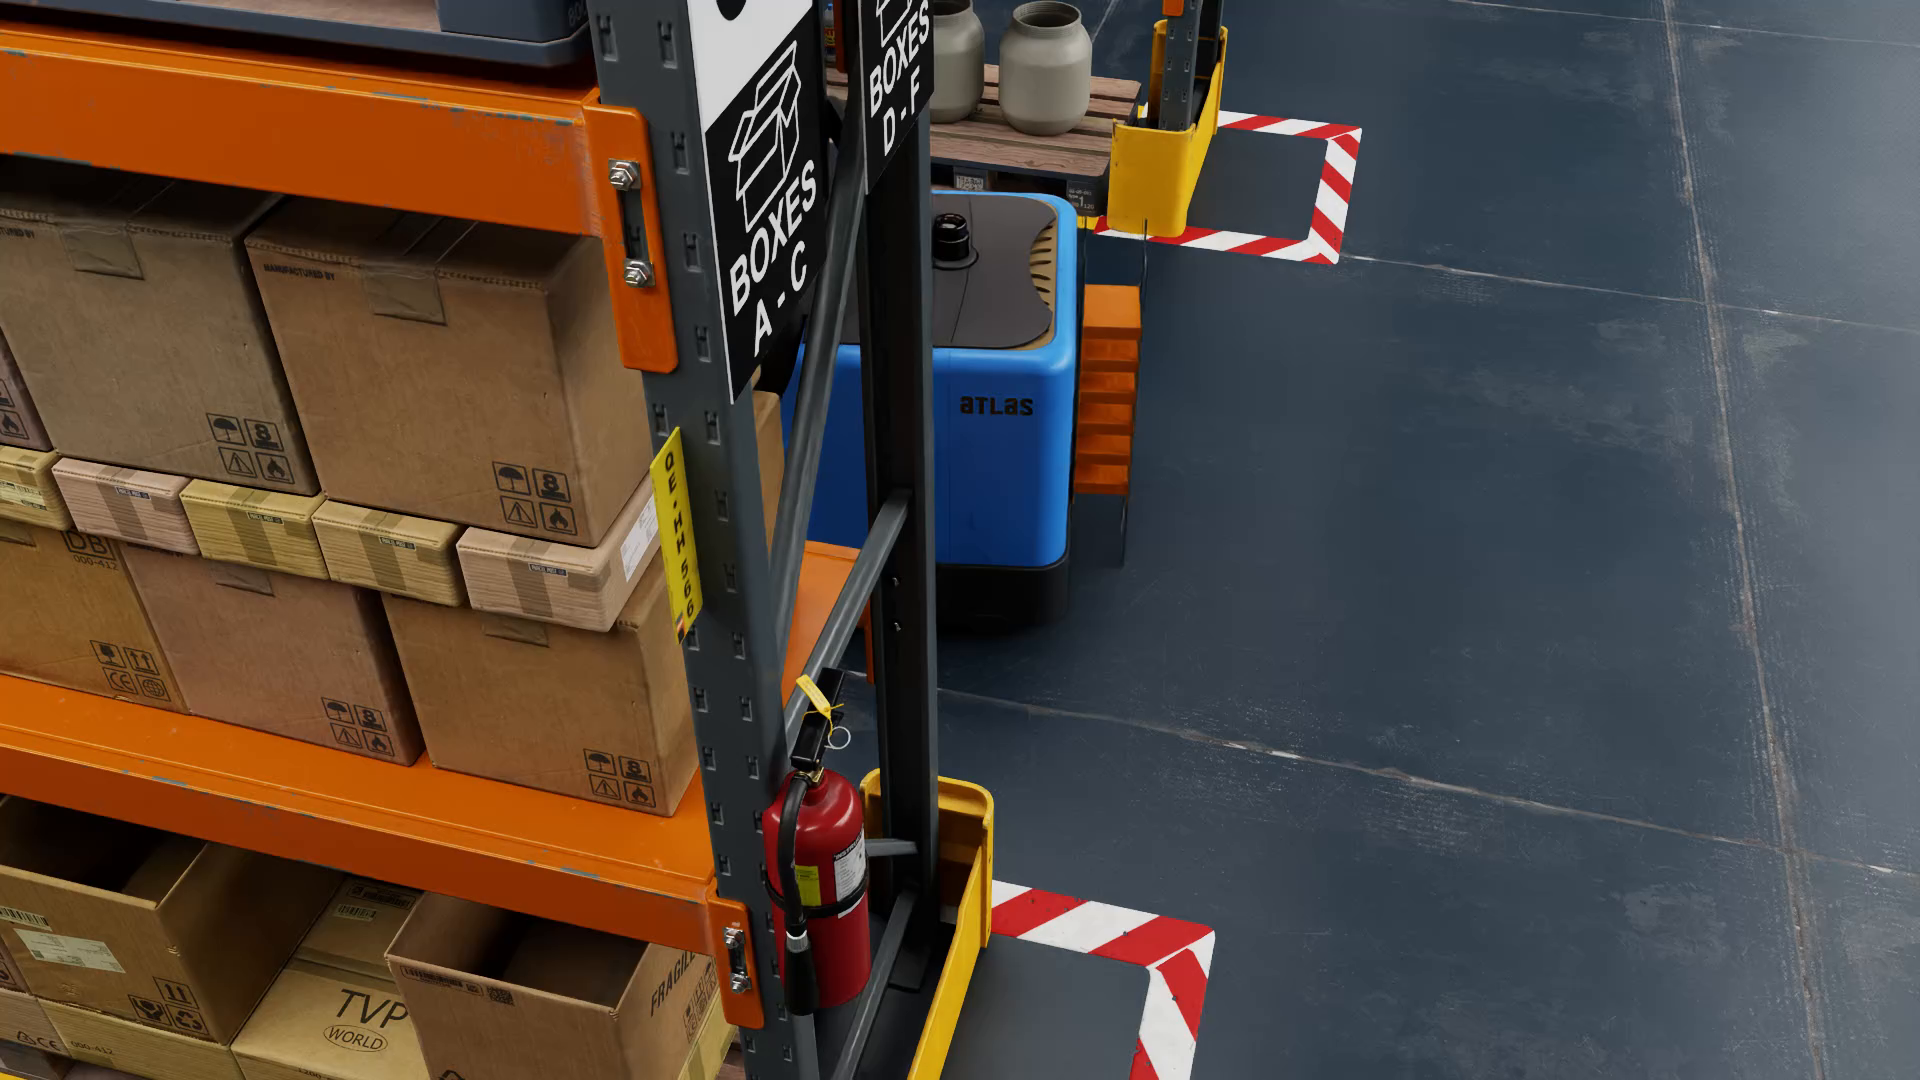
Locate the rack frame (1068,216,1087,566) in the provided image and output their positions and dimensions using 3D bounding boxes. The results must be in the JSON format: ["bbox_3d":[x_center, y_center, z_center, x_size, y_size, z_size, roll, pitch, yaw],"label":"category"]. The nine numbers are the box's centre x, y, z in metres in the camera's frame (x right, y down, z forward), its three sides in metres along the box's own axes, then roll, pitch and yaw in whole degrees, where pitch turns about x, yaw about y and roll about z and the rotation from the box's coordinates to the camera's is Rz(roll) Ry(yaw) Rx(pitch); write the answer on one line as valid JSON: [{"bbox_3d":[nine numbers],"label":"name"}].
[{"bbox_3d":[0.376,-0.448,5.351,0.006,1.200,0.240,2,40,3],"label":"rack frame"}]

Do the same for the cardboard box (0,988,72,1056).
[{"bbox_3d":[-2.288,0.941,4.108,0.500,0.250,0.500,10,41,11],"label":"cardboard box"}]

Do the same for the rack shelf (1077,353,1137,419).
[{"bbox_3d":[0.467,-0.502,5.298,0.180,0.103,0.258,2,40,3],"label":"rack shelf"}]

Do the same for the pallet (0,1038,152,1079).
[{"bbox_3d":[-2.166,0.959,4.444,1.213,0.211,1.003,10,41,11],"label":"pallet"}]

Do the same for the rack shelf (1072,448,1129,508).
[{"bbox_3d":[0.467,-0.227,5.529,0.180,0.103,0.258,2,40,3],"label":"rack shelf"}]

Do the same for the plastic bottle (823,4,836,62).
[{"bbox_3d":[-0.628,-2.499,8.172,0.097,0.271,0.097,0,40,0],"label":"plastic bottle"}]

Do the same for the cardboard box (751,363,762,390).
[{"bbox_3d":[-0.565,-0.289,3.180,0.250,0.149,0.380,9,41,11],"label":"cardboard box"}]

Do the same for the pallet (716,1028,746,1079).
[{"bbox_3d":[-0.991,1.163,4.201,1.213,0.211,1.003,10,41,11],"label":"pallet"}]

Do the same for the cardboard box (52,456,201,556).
[{"bbox_3d":[-1.402,-0.163,3.030,0.250,0.149,0.380,10,41,12],"label":"cardboard box"}]

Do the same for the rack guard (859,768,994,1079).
[{"bbox_3d":[-0.218,1.158,3.983,0.348,0.500,1.175,10,41,11],"label":"rack guard"}]

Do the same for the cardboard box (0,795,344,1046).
[{"bbox_3d":[-1.806,0.740,3.765,0.500,0.500,0.500,10,41,11],"label":"cardboard box"}]

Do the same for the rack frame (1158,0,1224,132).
[{"bbox_3d":[1.043,-2.880,6.847,0.127,3.000,1.000,10,41,11],"label":"rack frame"}]

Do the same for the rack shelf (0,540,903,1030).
[{"bbox_3d":[-2.173,0.140,3.811,4.000,0.370,1.077,10,41,11],"label":"rack shelf"}]

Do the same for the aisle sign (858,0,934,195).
[{"bbox_3d":[-0.099,-0.978,2.561,0.004,0.787,0.394,10,41,11],"label":"aisle sign"}]

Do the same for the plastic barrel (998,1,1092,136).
[{"bbox_3d":[0.387,-2.150,7.586,0.421,0.512,0.421,0,40,0],"label":"plastic barrel"}]

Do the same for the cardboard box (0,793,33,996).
[{"bbox_3d":[-2.289,0.656,3.864,0.500,0.500,0.500,10,41,11],"label":"cardboard box"}]

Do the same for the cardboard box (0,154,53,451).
[{"bbox_3d":[-1.737,-0.600,3.046,0.500,0.500,0.700,10,41,12],"label":"cardboard box"}]

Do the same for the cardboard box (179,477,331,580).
[{"bbox_3d":[-1.160,-0.120,2.979,0.250,0.149,0.380,9,41,11],"label":"cardboard box"}]

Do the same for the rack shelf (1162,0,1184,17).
[{"bbox_3d":[-0.889,-2.937,7.474,4.000,0.370,1.077,10,41,11],"label":"rack shelf"}]

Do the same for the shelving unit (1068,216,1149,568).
[{"bbox_3d":[0.467,-0.445,5.346,0.189,1.200,0.258,2,40,3],"label":"shelving unit"}]

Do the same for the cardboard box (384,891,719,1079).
[{"bbox_3d":[-0.836,0.897,3.577,0.500,0.500,0.500,10,41,11],"label":"cardboard box"}]

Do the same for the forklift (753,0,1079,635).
[{"bbox_3d":[-1.144,-1.182,4.878,3.031,2.935,1.130,2,40,3],"label":"forklift"}]

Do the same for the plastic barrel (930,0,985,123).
[{"bbox_3d":[-0.097,-2.233,7.685,0.421,0.512,0.421,0,40,0],"label":"plastic barrel"}]

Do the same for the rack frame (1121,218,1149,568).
[{"bbox_3d":[0.558,-0.441,5.342,0.006,1.200,0.240,2,40,3],"label":"rack frame"}]

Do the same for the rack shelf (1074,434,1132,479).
[{"bbox_3d":[0.467,-0.319,5.452,0.180,0.103,0.258,2,40,3],"label":"rack shelf"}]

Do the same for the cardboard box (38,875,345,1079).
[{"bbox_3d":[-1.805,1.026,4.008,0.500,0.250,0.500,10,41,11],"label":"cardboard box"}]

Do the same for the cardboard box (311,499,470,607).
[{"bbox_3d":[-0.913,-0.078,2.928,0.250,0.149,0.380,11,41,13],"label":"cardboard box"}]

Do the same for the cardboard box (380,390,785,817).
[{"bbox_3d":[-0.689,0.073,3.253,0.500,0.500,0.700,10,41,11],"label":"cardboard box"}]

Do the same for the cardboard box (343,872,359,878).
[{"bbox_3d":[-1.669,0.697,4.399,0.500,0.250,0.500,10,41,11],"label":"cardboard box"}]

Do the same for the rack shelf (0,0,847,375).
[{"bbox_3d":[-2.173,-1.009,2.846,4.000,0.370,1.077,10,41,11],"label":"rack shelf"}]

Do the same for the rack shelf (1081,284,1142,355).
[{"bbox_3d":[0.467,-0.686,5.144,0.180,0.103,0.258,2,40,3],"label":"rack shelf"}]

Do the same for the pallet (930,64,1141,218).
[{"bbox_3d":[0.174,-1.934,7.889,1.213,0.211,1.003,10,41,11],"label":"pallet"}]

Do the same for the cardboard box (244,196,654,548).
[{"bbox_3d":[-0.740,-0.433,2.846,0.500,0.500,0.700,10,41,12],"label":"cardboard box"}]

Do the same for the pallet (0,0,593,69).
[{"bbox_3d":[-0.918,-1.052,2.406,1.213,0.211,1.003,10,41,11],"label":"pallet"}]

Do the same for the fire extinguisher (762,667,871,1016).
[{"bbox_3d":[-0.247,0.535,2.841,0.183,0.674,0.296,10,41,11],"label":"fire extinguisher"}]

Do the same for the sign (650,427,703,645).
[{"bbox_3d":[-0.395,-0.003,2.336,0.005,0.325,0.100,10,41,11],"label":"sign"}]

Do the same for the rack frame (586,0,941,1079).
[{"bbox_3d":[-0.241,0.197,3.183,0.127,3.000,1.000,10,41,11],"label":"rack frame"}]

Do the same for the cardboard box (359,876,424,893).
[{"bbox_3d":[-1.186,0.781,4.300,0.500,0.250,0.500,10,41,11],"label":"cardboard box"}]

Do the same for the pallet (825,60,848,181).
[{"bbox_3d":[-1.001,-2.138,8.132,1.213,0.211,1.003,10,41,11],"label":"pallet"}]

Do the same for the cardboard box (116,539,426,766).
[{"bbox_3d":[-1.198,-0.011,3.353,0.500,0.500,0.700,11,41,13],"label":"cardboard box"}]

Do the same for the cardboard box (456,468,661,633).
[{"bbox_3d":[-0.660,-0.035,2.877,0.250,0.149,0.380,9,41,11],"label":"cardboard box"}]

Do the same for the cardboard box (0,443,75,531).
[{"bbox_3d":[-1.656,-0.207,3.082,0.250,0.149,0.380,11,41,13],"label":"cardboard box"}]

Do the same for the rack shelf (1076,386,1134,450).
[{"bbox_3d":[0.467,-0.411,5.375,0.180,0.103,0.258,2,40,3],"label":"rack shelf"}]

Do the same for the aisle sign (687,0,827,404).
[{"bbox_3d":[-0.254,-0.605,2.117,0.004,0.787,0.394,10,41,11],"label":"aisle sign"}]

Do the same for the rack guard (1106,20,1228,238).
[{"bbox_3d":[0.957,-1.906,7.631,0.348,0.500,1.175,10,41,11],"label":"rack guard"}]

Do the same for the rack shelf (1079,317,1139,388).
[{"bbox_3d":[0.467,-0.594,5.221,0.180,0.103,0.258,2,40,3],"label":"rack shelf"}]

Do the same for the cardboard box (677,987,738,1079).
[{"bbox_3d":[-0.836,1.183,3.820,0.500,0.250,0.500,10,41,11],"label":"cardboard box"}]

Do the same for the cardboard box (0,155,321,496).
[{"bbox_3d":[-1.250,-0.517,2.946,0.500,0.500,0.700,9,41,10],"label":"cardboard box"}]

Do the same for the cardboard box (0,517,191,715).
[{"bbox_3d":[-1.676,-0.098,3.456,0.500,0.500,0.700,10,41,12],"label":"cardboard box"}]

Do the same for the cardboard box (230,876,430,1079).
[{"bbox_3d":[-1.322,1.108,3.910,0.500,0.250,0.500,10,41,11],"label":"cardboard box"}]
